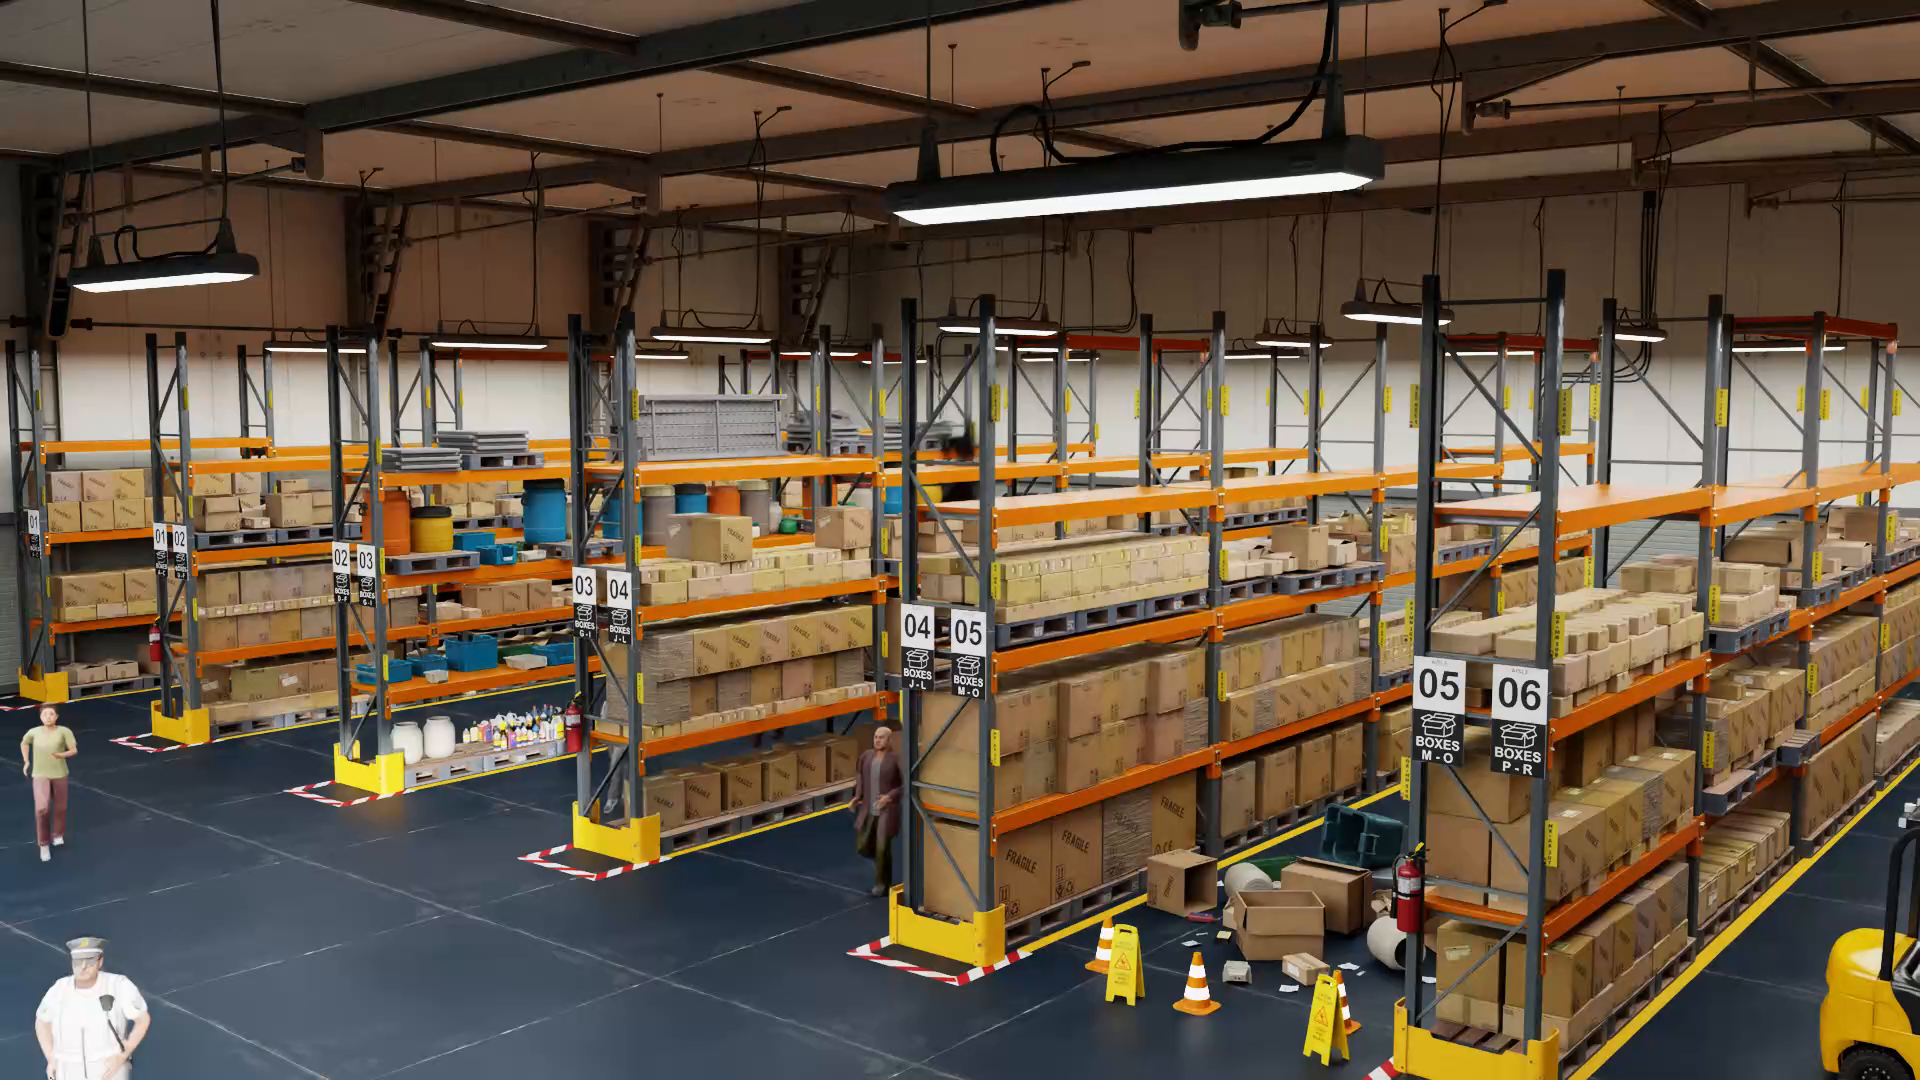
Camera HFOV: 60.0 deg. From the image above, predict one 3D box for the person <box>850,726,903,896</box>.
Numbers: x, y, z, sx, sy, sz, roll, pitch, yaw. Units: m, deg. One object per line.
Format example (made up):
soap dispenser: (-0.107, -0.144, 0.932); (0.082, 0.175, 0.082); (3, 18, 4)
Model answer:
person: (-0.817, 2.772, 17.041); (0.708, 1.730, 0.635); (2, 6, 24)

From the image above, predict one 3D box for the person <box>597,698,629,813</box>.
person: (-4.230, 2.501, 20.609); (0.525, 1.626, 0.733); (3, 6, 29)

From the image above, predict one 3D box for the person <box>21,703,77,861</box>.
person: (-10.122, 2.669, 18.514); (0.543, 1.721, 0.723); (-3, 6, -30)

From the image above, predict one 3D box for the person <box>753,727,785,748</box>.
person: (-2.707, 2.029, 23.005); (0.581, 1.716, 0.677); (3, 6, 27)

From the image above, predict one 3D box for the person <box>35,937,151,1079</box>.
person: (-5.491, 3.348, 10.520); (0.660, 1.766, 0.785); (-2, 5, -18)
